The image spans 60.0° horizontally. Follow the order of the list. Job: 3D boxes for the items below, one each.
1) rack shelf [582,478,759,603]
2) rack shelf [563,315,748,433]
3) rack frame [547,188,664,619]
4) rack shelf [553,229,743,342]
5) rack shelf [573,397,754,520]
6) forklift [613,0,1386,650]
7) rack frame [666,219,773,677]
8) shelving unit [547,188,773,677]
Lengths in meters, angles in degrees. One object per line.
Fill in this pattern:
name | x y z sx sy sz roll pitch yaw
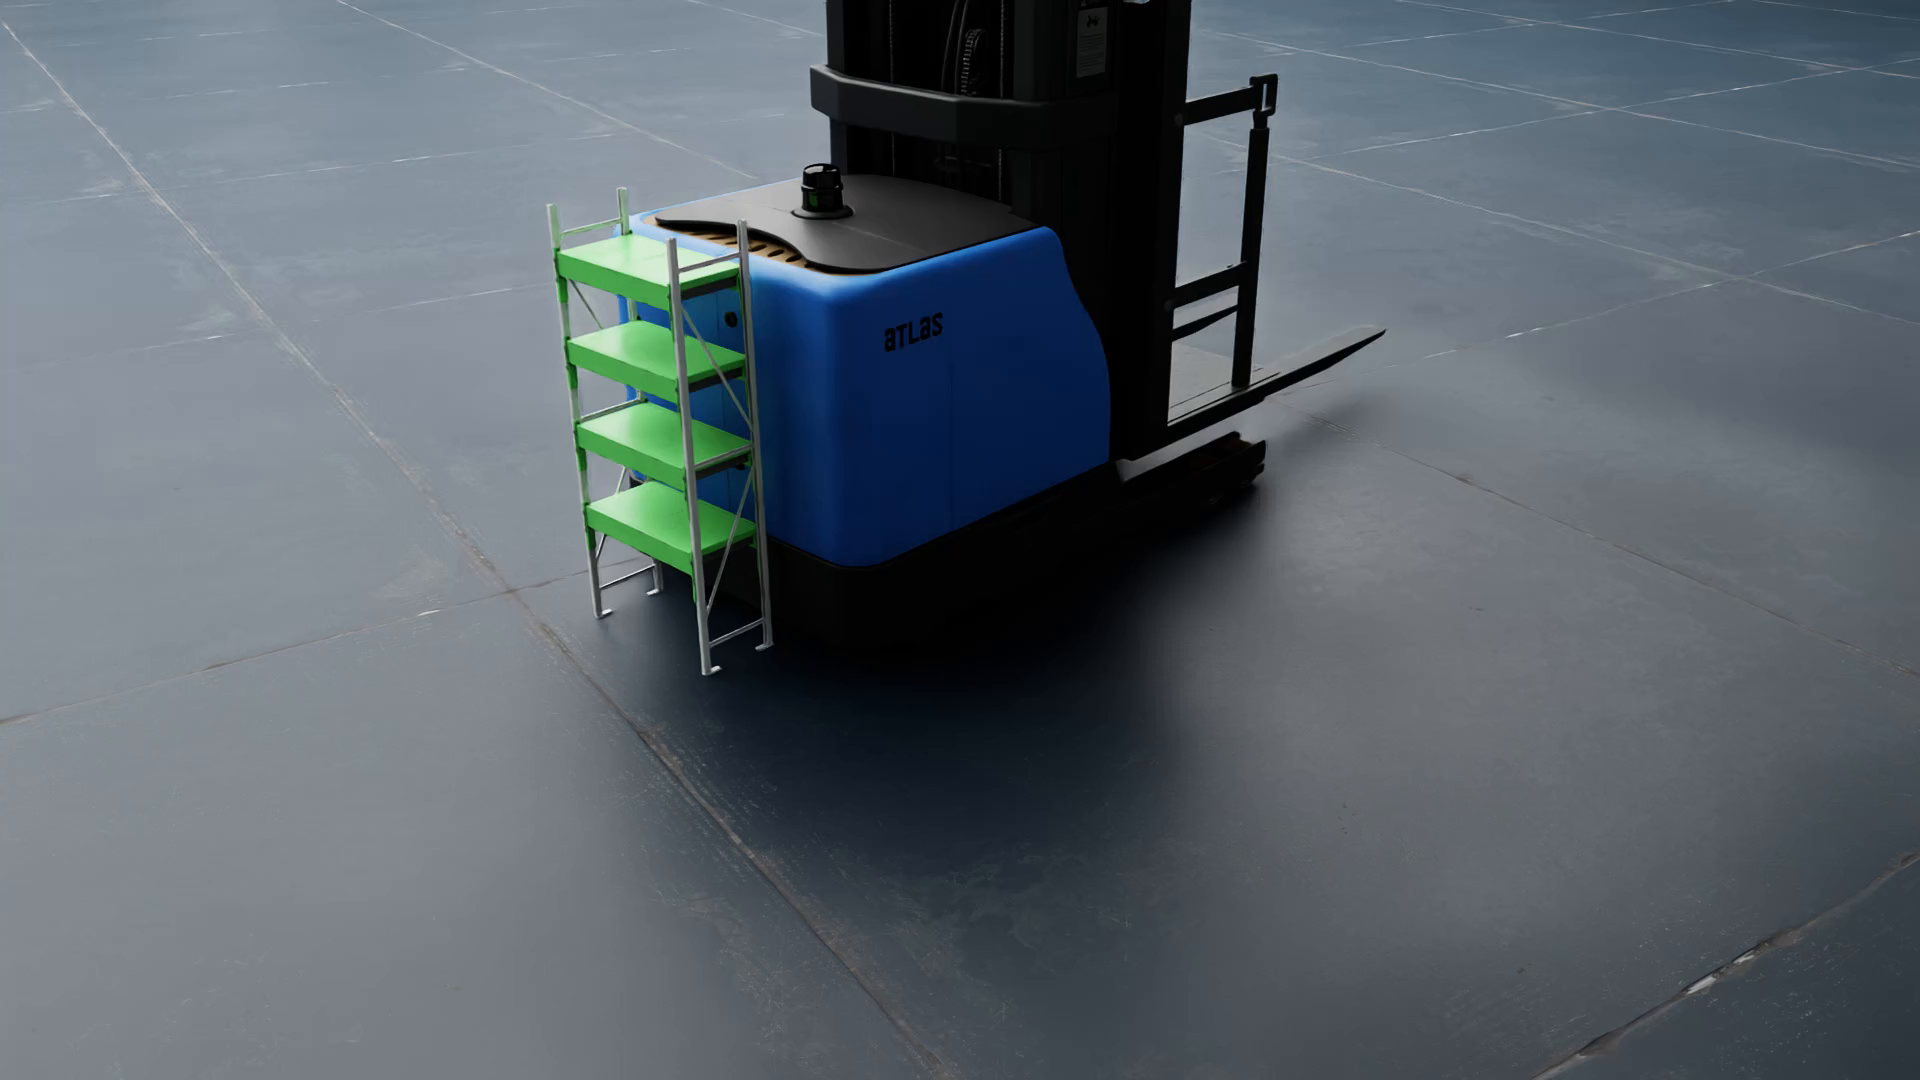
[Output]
rack shelf | -0.788 -0.011 4.576 0.480 0.148 0.258 22 33 38
rack shelf | -0.791 -0.443 4.368 0.480 0.148 0.258 22 33 38
rack frame | -0.968 -0.355 4.594 0.015 1.200 0.240 22 33 38
rack shelf | -0.792 -0.660 4.264 0.480 0.148 0.258 22 33 38
rack shelf | -0.789 -0.227 4.472 0.480 0.148 0.258 22 33 38
forklift | 0.384 -1.572 5.146 1.130 2.935 3.031 22 33 38
rack frame | -0.611 -0.214 4.294 0.015 1.200 0.240 22 33 38
shelving unit | -0.790 -0.284 4.444 0.503 1.200 0.258 22 33 38
